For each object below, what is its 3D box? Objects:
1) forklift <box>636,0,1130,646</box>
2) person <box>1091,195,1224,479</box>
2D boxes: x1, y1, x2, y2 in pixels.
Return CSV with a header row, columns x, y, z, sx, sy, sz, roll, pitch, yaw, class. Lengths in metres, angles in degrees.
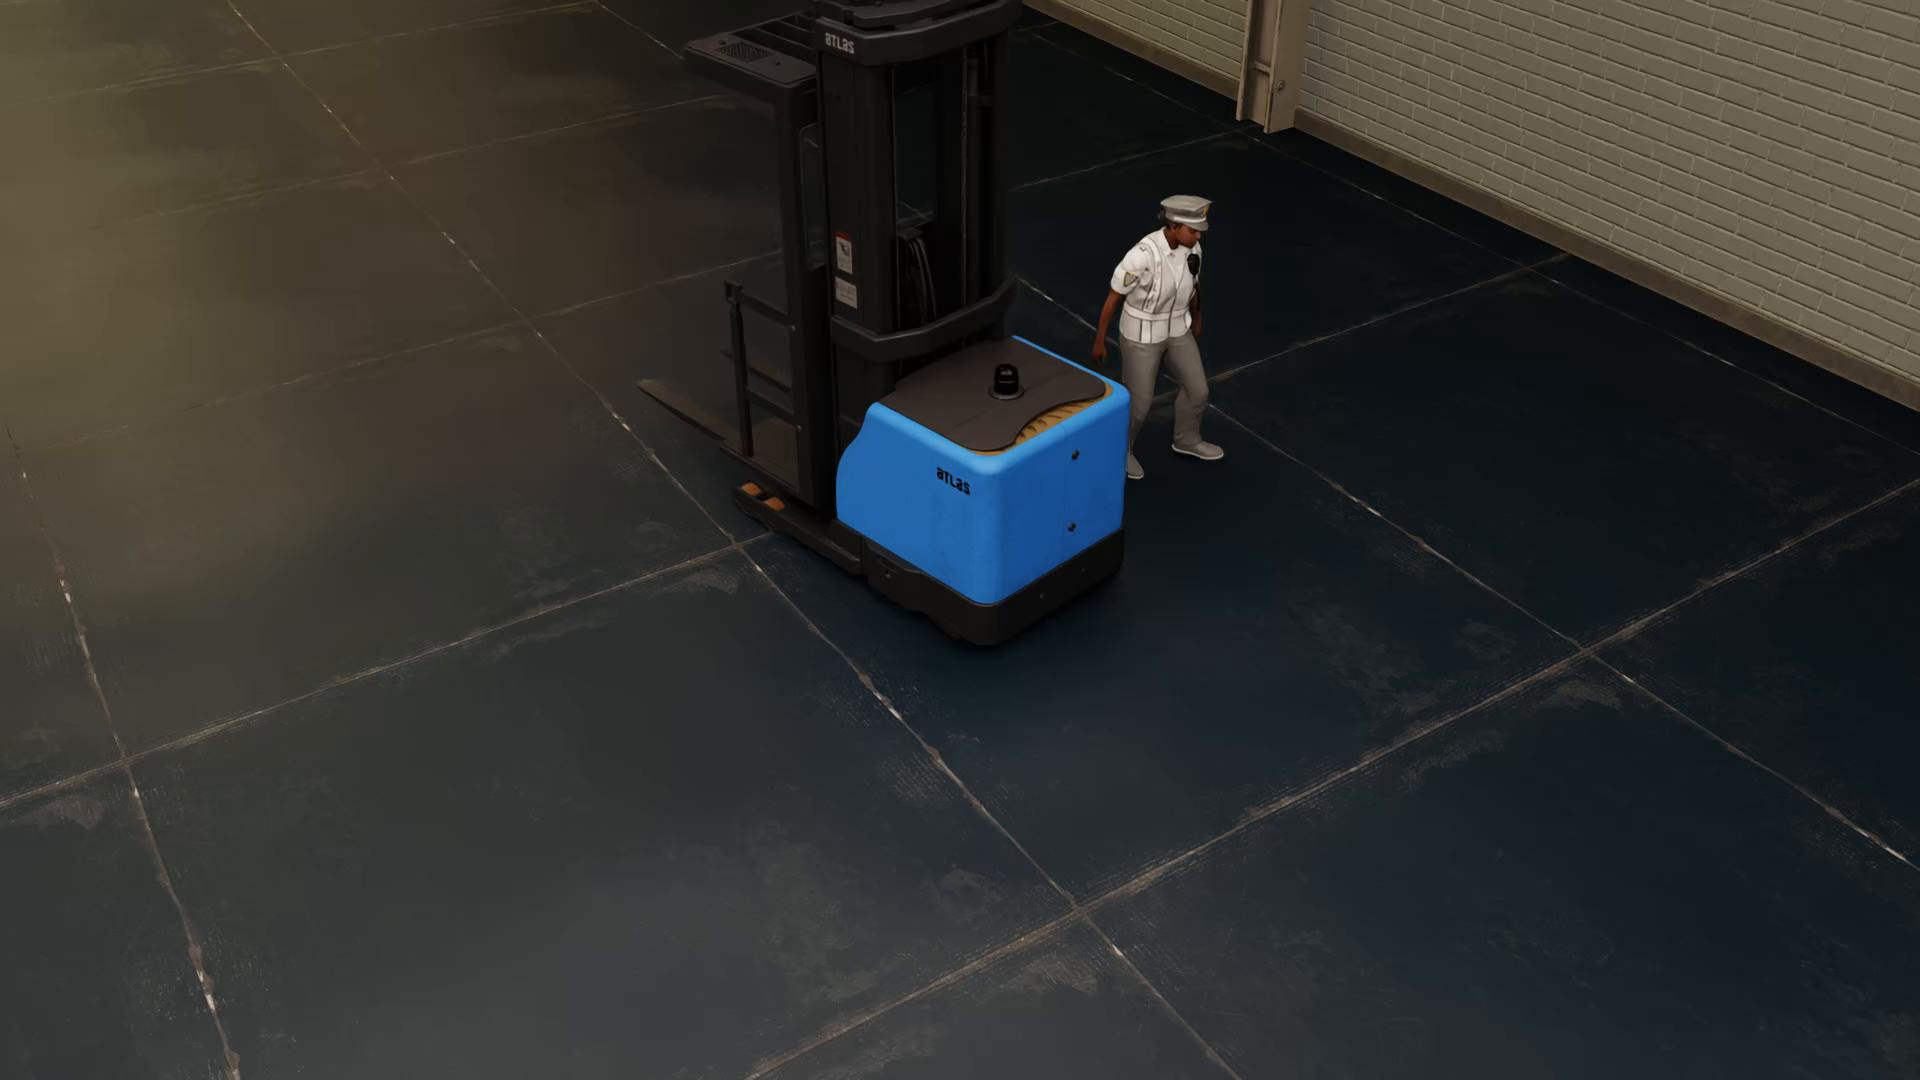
x,y,z,sx,sy,sz,roll,pitch,yaw,class
-0.572,-1.442,8.201,1.130,2.935,3.031,-30,45,-35,forklift
1.081,-1.082,8.836,0.783,1.631,0.412,-18,39,-24,person
